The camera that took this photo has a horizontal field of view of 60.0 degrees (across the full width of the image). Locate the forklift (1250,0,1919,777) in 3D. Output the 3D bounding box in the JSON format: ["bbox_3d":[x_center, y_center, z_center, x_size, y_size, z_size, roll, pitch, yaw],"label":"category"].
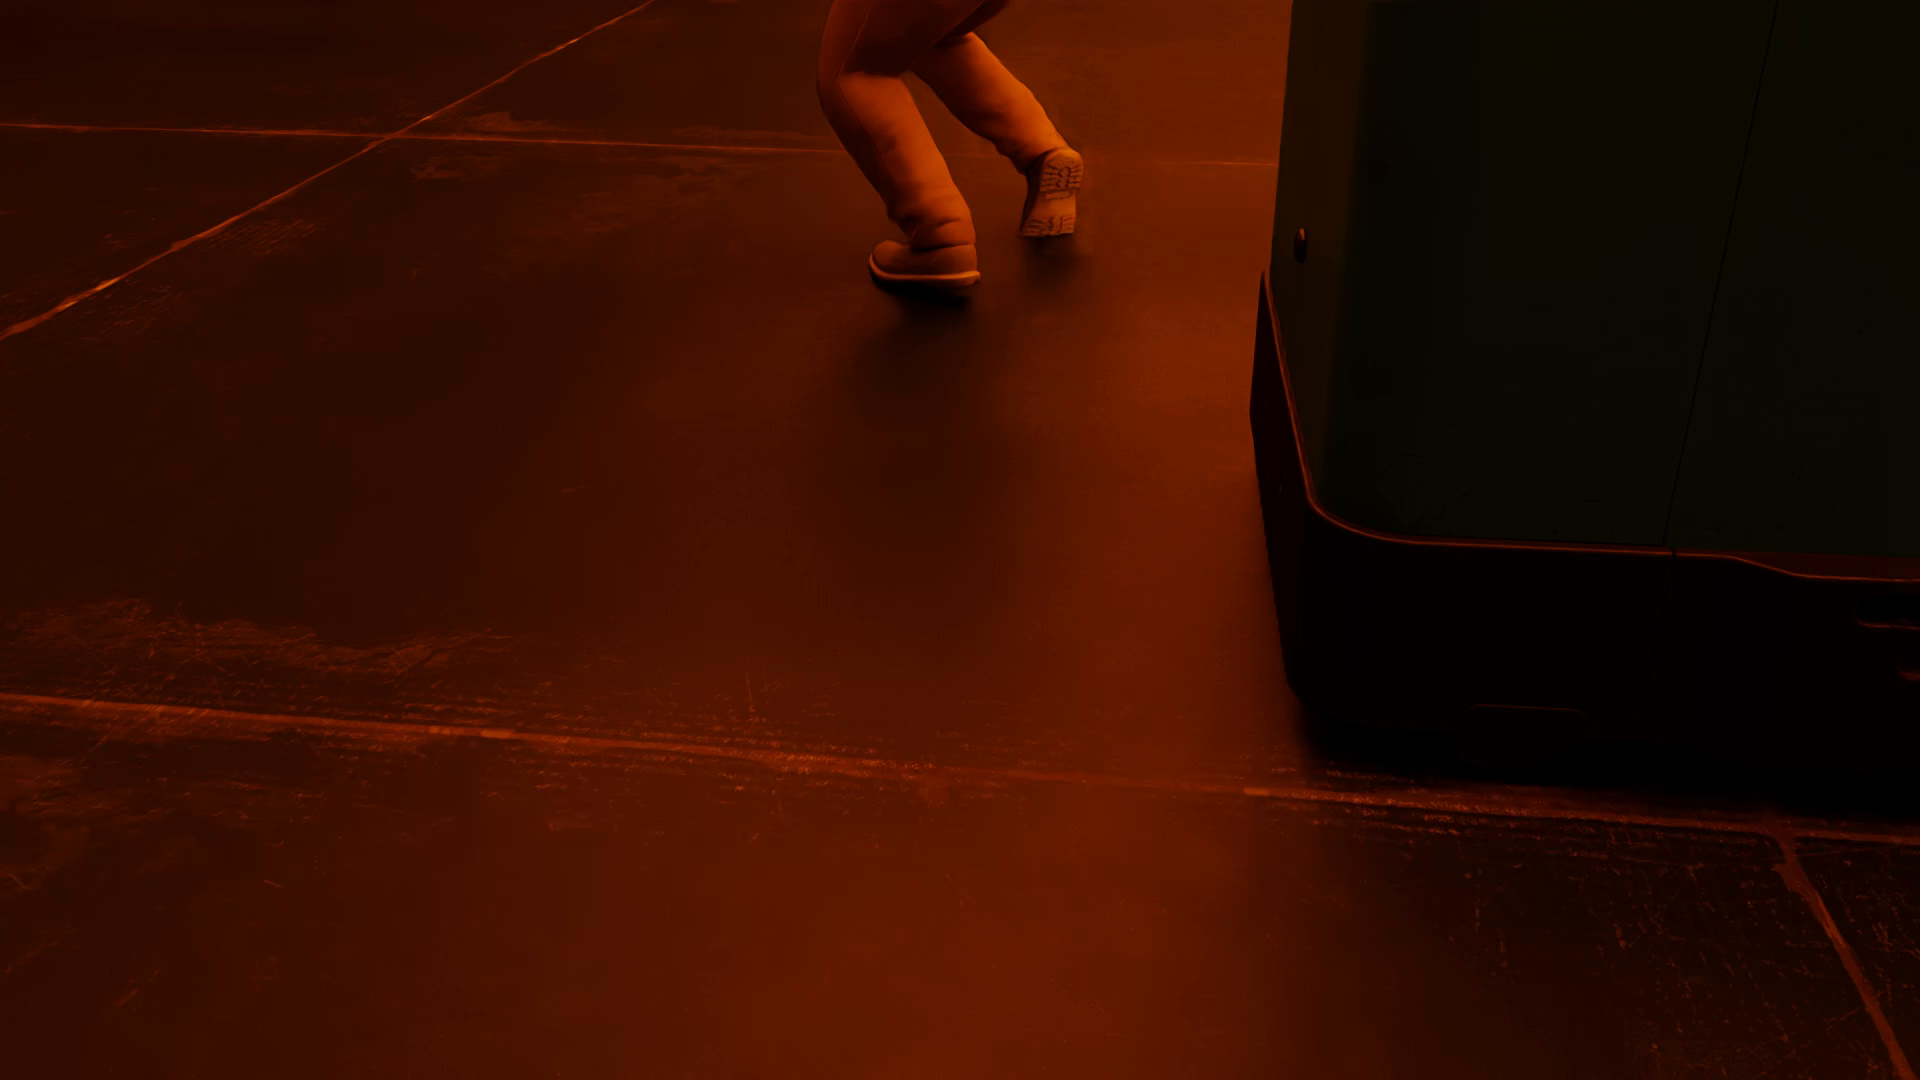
[{"bbox_3d":[1.944,-1.199,1.620,3.031,2.935,1.130,3,27,5],"label":"forklift"}]

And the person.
[{"bbox_3d":[-0.011,-1.325,3.516,0.503,1.628,1.003,11,29,21],"label":"person"}]
